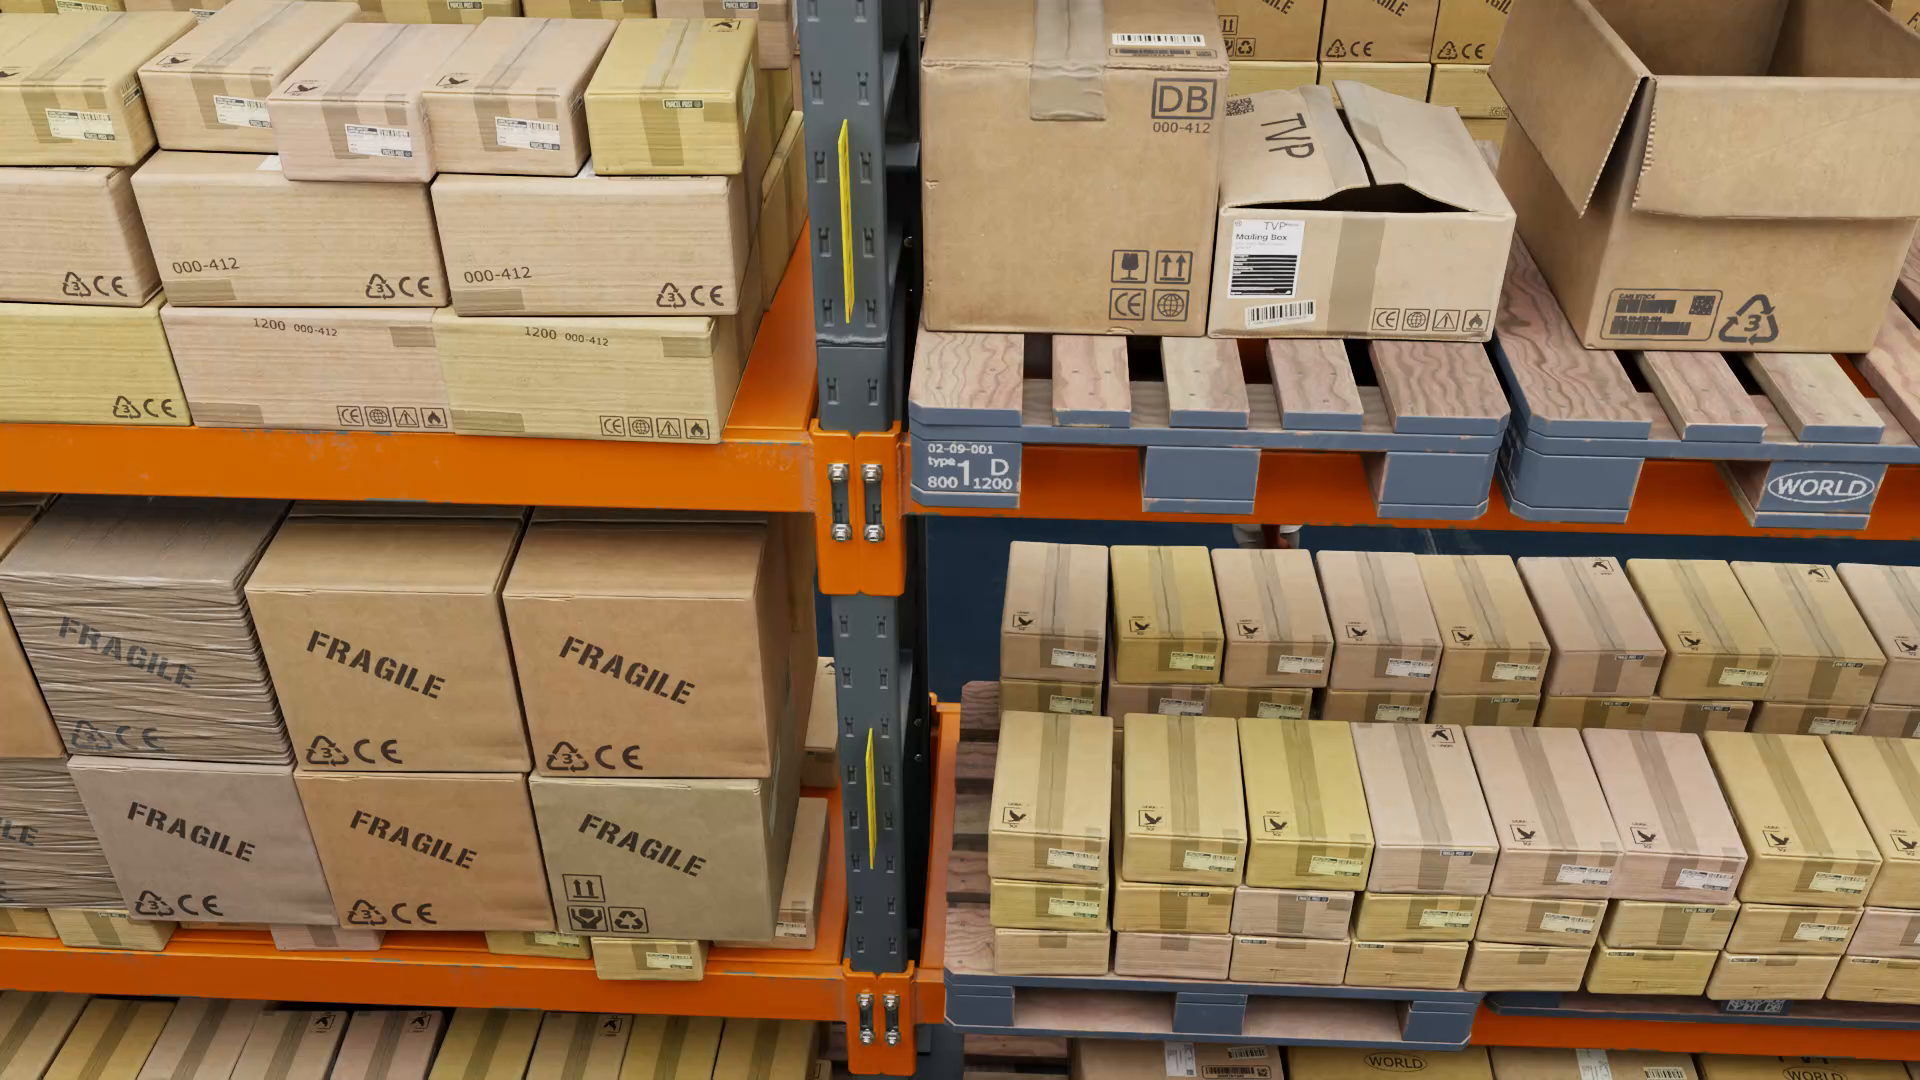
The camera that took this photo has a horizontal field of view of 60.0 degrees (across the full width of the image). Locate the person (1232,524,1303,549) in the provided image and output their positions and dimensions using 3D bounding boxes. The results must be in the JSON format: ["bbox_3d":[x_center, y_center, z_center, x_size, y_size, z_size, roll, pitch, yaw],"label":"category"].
[{"bbox_3d":[1.162,-0.134,6.318,0.362,1.762,0.563,2,36,3],"label":"person"}]
